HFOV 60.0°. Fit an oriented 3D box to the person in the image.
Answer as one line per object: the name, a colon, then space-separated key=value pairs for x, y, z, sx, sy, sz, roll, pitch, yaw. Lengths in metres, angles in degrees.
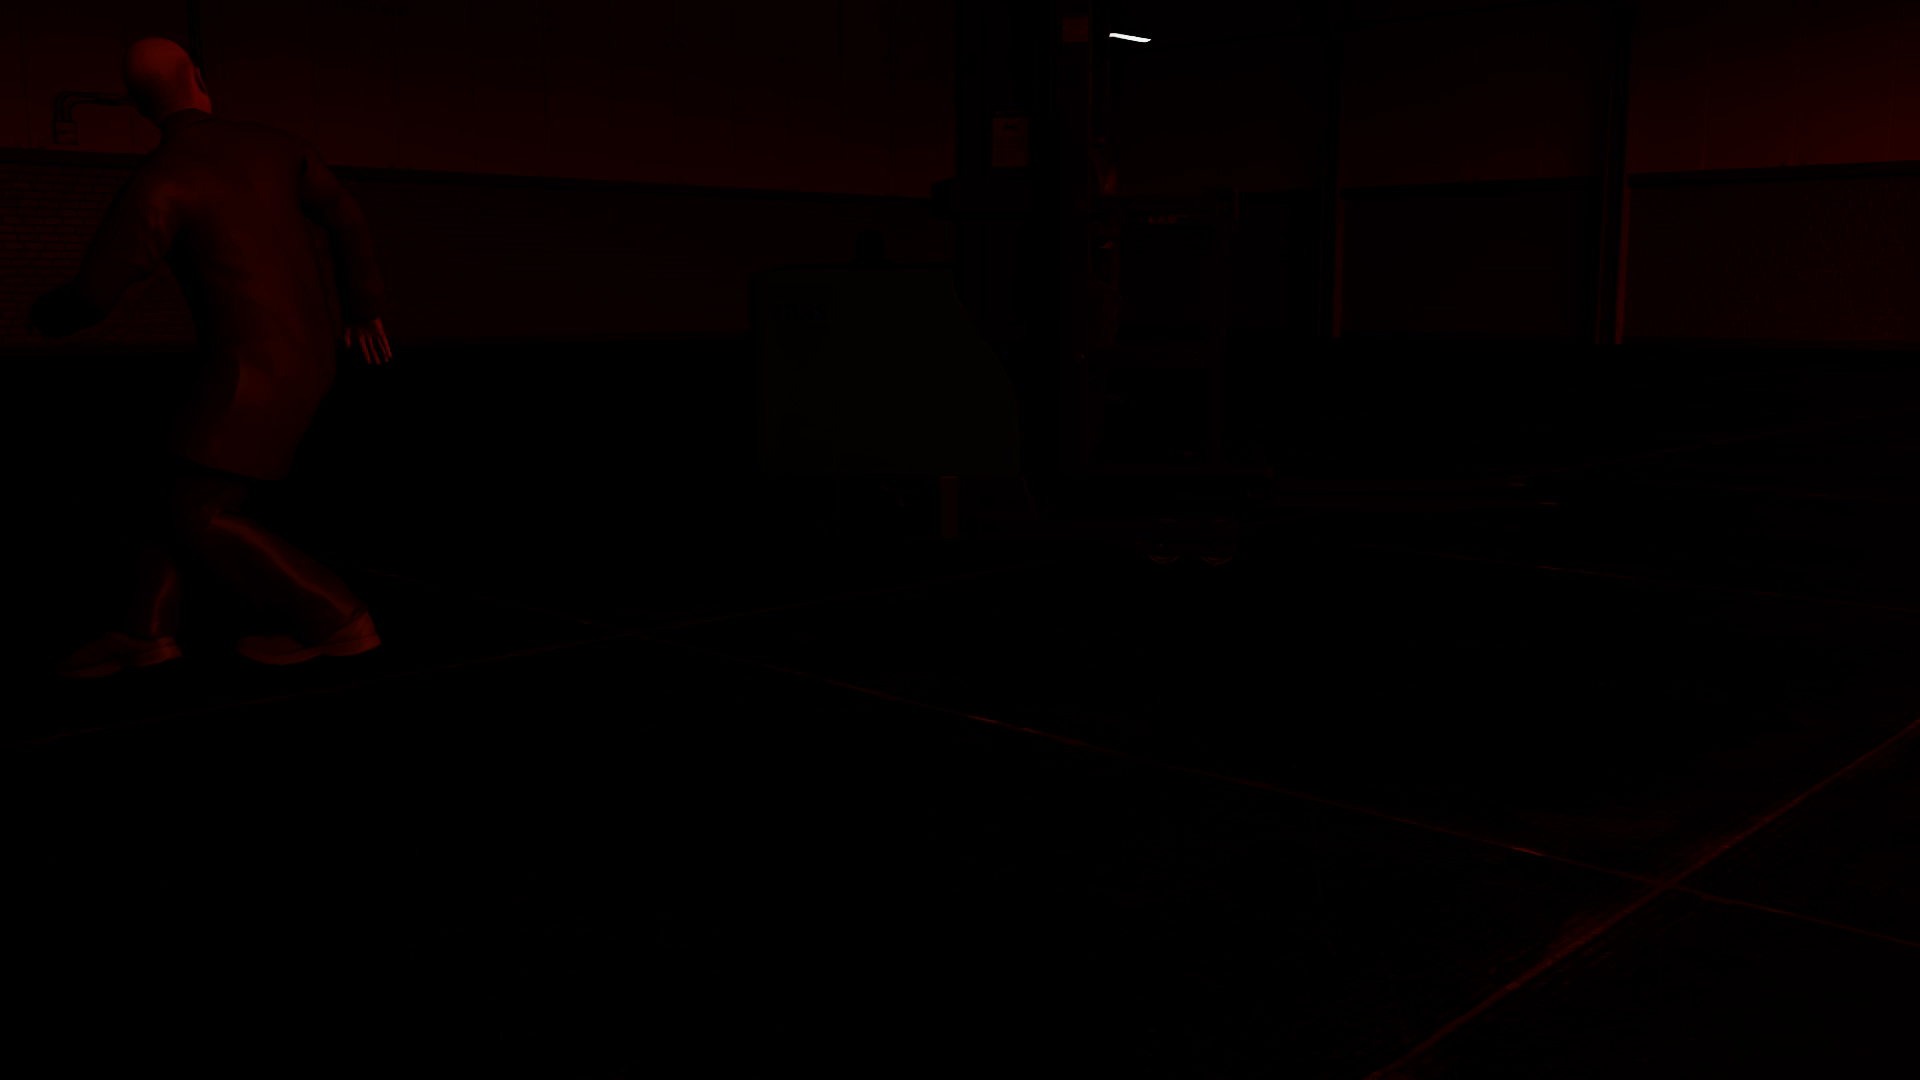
person: x=-1.996 y=-0.468 z=4.430 sx=0.867 sy=1.646 sz=0.830 roll=0 pitch=9 yaw=2

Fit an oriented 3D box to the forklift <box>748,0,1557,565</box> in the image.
forklift: x=0.742 y=-1.443 z=6.460 sx=3.031 sy=2.935 sz=1.130 roll=1 pitch=9 yaw=8
